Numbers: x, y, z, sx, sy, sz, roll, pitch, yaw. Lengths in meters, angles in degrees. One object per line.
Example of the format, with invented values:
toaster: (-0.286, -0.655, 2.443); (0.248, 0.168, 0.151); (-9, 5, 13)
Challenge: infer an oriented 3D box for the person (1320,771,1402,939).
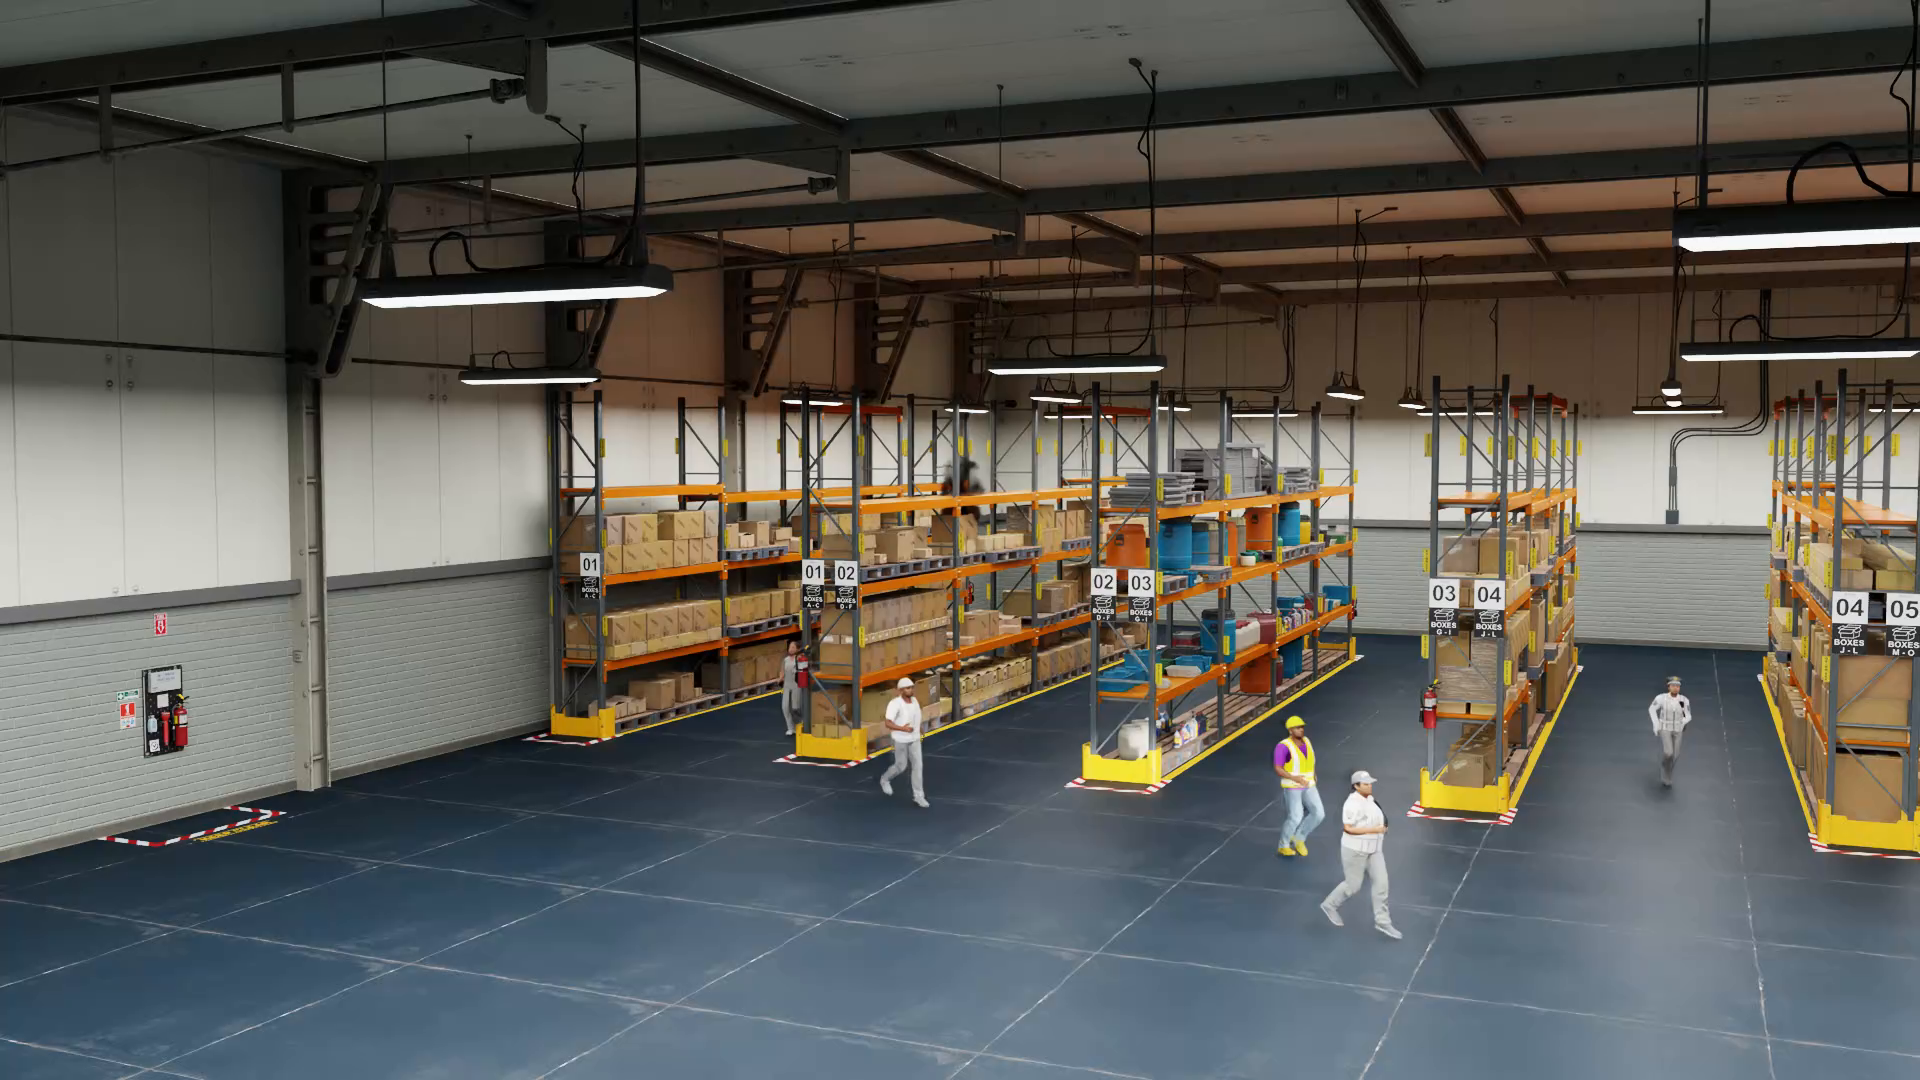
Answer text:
person: (4.134, 3.199, 17.097); (0.608, 1.665, 0.880); (-3, 4, -43)

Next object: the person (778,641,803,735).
person: (-2.910, 2.579, 29.130); (0.563, 1.619, 0.609); (1, 3, 20)

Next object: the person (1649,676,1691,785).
person: (10.504, 2.814, 24.551); (0.533, 1.635, 0.697); (0, 3, 7)

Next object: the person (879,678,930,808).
person: (-0.772, 2.822, 23.387); (0.715, 1.784, 0.952); (-3, 4, -43)

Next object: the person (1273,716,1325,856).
person: (4.141, 3.006, 20.282); (0.702, 1.725, 0.617); (-2, 4, -29)
